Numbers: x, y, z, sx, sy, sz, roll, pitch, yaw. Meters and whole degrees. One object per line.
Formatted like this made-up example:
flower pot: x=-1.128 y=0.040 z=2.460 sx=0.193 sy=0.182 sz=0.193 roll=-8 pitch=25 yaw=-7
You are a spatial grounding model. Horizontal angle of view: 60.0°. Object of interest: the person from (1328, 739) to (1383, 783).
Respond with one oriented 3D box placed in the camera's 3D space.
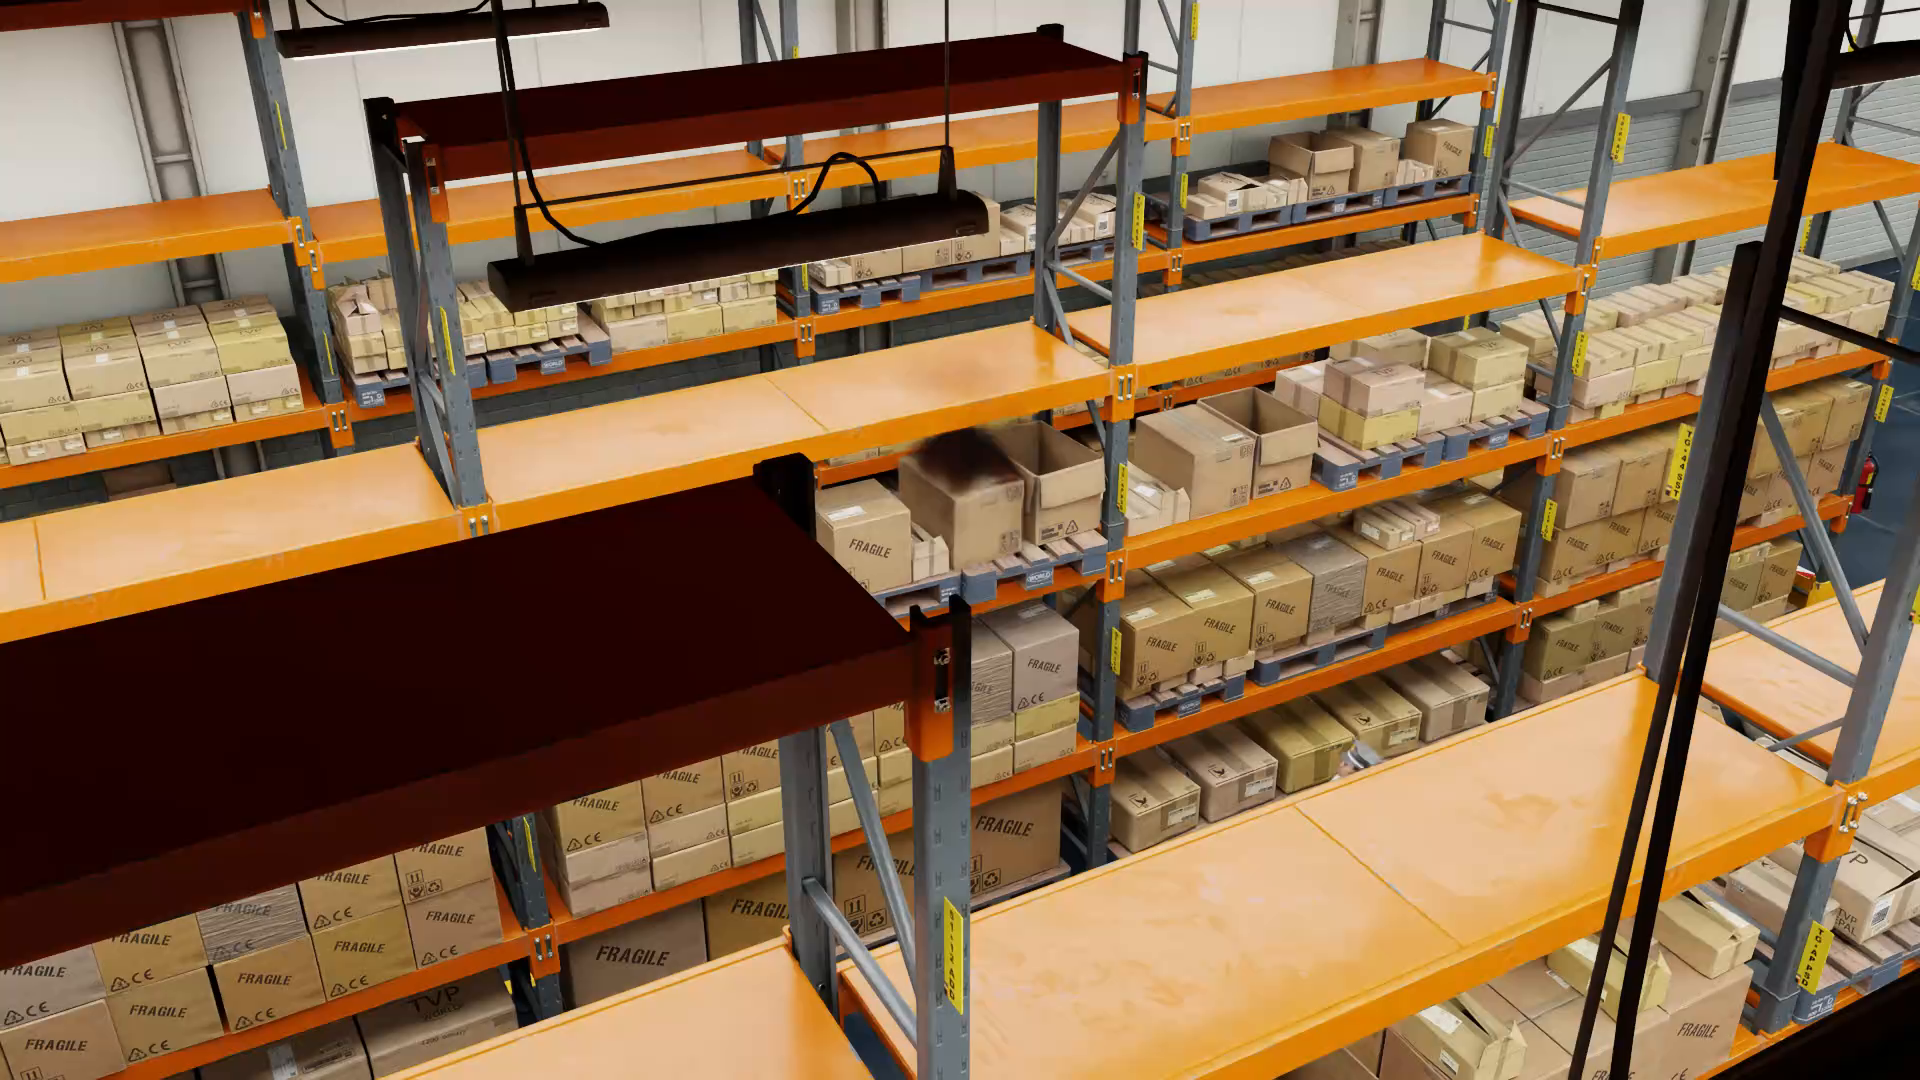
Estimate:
person: x=2.454 y=2.023 z=10.766 sx=0.439 sy=1.682 sz=0.509 roll=-11 pitch=30 yaw=-20
